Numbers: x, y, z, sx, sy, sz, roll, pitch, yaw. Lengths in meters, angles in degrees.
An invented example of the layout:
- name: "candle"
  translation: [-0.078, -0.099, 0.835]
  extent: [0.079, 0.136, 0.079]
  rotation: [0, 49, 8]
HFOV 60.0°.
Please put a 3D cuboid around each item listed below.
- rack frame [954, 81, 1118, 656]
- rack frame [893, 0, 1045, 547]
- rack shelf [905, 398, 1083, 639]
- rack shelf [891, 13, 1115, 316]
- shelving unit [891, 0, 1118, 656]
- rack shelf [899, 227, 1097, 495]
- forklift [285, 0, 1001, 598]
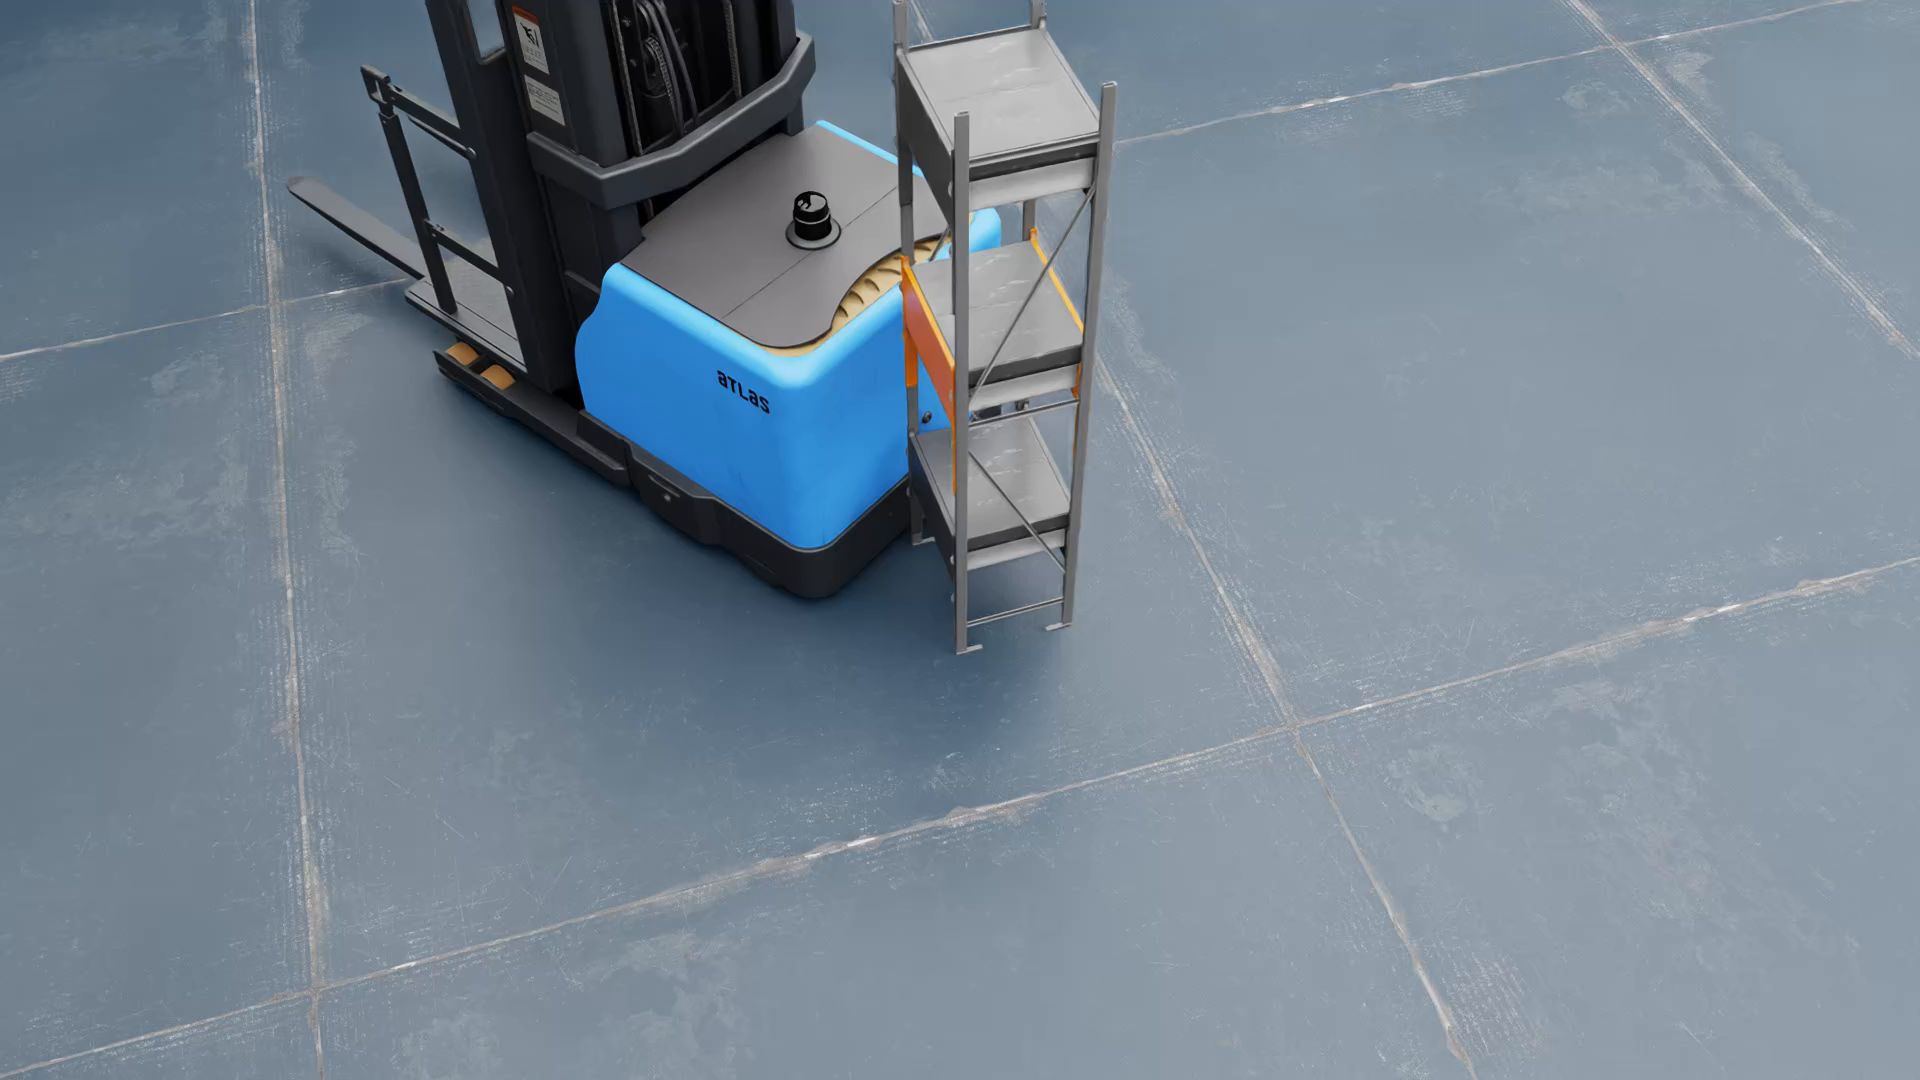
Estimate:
- name: "rack frame"
  translation: [0.178, -0.350, 4.672]
  extent: [0.400, 2.100, 0.015]
  rotation: [-14, 51, -12]
- name: "rack frame"
  translation: [0.025, -0.705, 4.971]
  extent: [0.400, 2.100, 0.015]
  rotation: [-14, 51, -12]
- name: "rack shelf"
  translation: [0.102, -0.068, 5.367]
  extent: [0.431, 0.518, 0.480]
  rotation: [-14, 51, -12]
- name: "rack shelf"
  translation: [0.102, -0.970, 4.297]
  extent: [0.431, 0.518, 0.480]
  rotation: [-14, 51, -12]
- name: "shelving unit"
  translation: [0.102, -0.528, 4.821]
  extent: [0.431, 2.100, 0.503]
  rotation: [-14, 51, -12]
- name: "rack shelf"
  translation: [0.102, -0.519, 4.832]
  extent: [0.431, 0.518, 0.480]
  rotation: [-14, 51, -12]
- name: "forklift"
  translation: [-1.320, -1.709, 5.274]
  extent: [3.031, 2.935, 1.130]
  rotation: [32, 57, 24]
